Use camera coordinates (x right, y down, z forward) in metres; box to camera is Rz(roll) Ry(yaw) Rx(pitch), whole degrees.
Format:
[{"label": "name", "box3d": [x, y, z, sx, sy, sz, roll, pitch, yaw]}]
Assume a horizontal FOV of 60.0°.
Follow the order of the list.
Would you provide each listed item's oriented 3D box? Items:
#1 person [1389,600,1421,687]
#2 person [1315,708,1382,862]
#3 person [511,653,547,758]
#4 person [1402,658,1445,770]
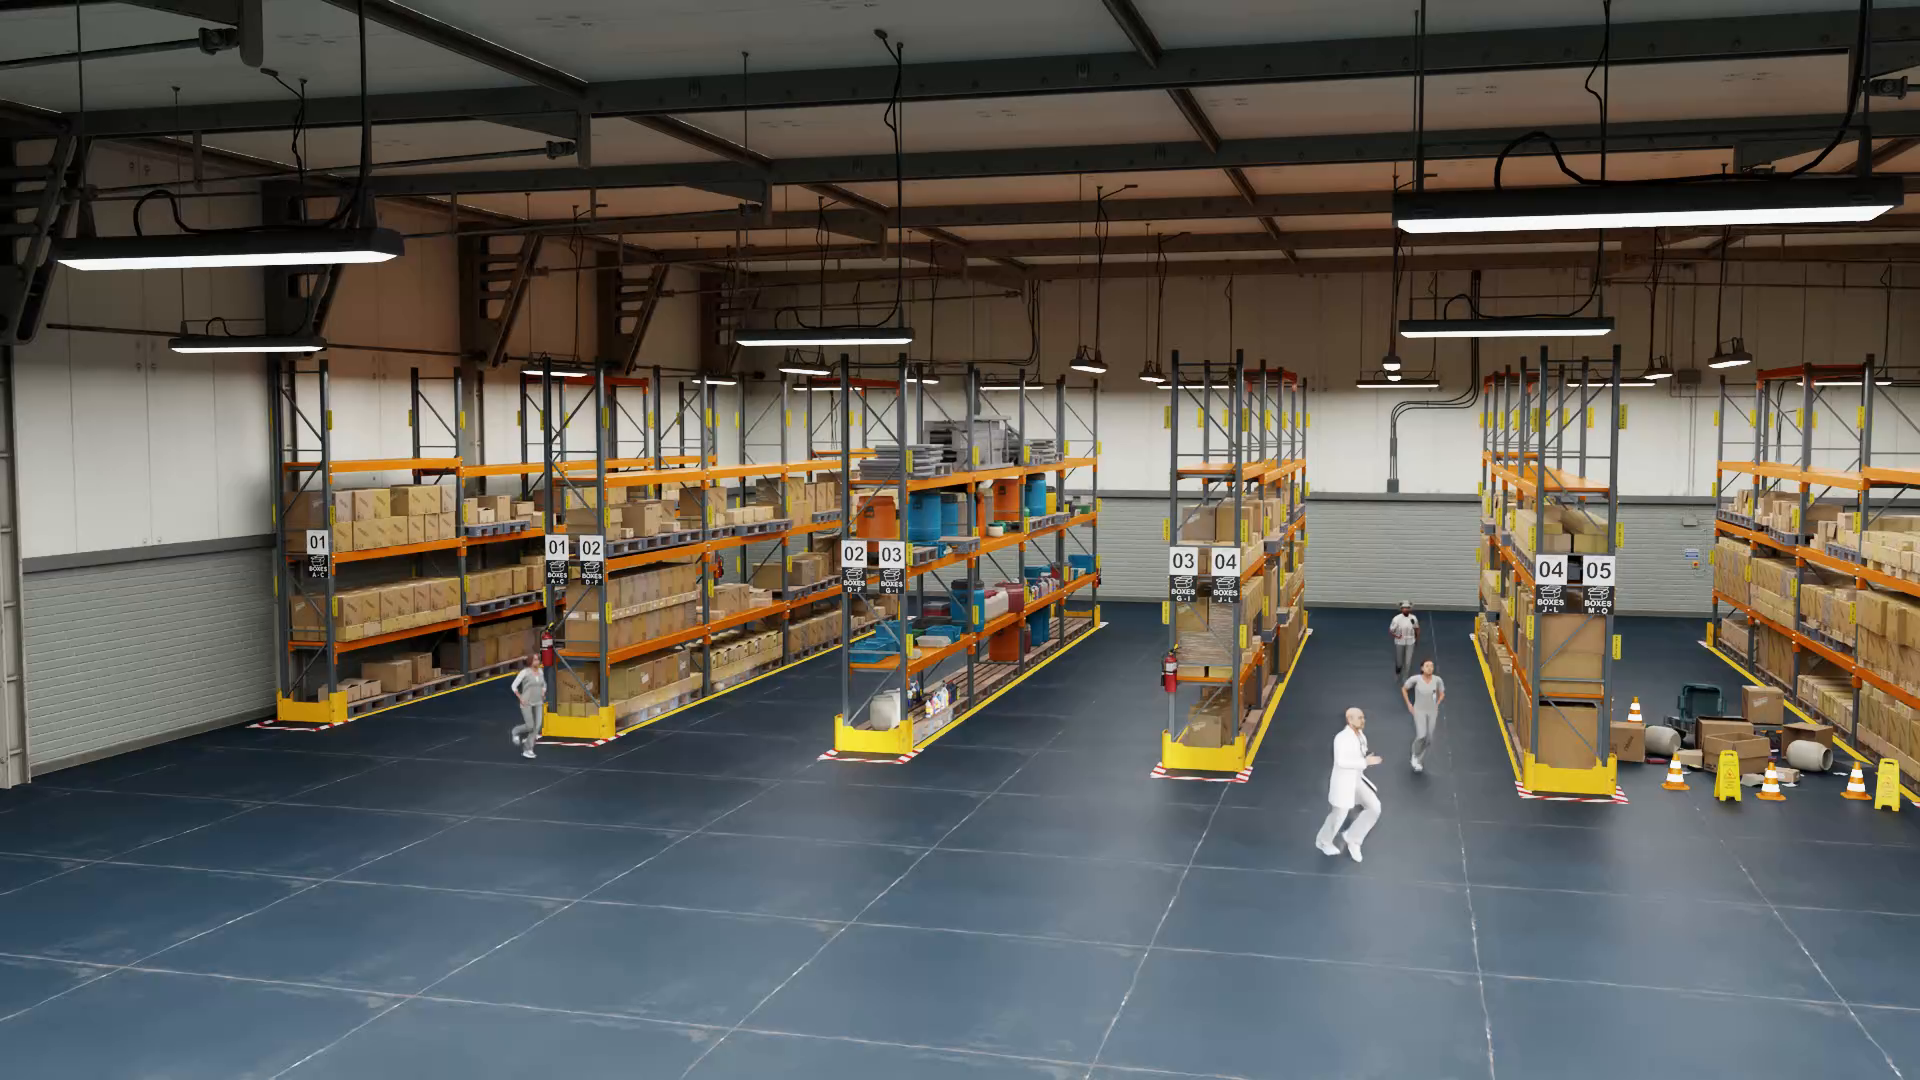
[{"label": "person", "box3d": [8.300, 1.941, 31.014, 0.584, 1.659, 0.694, 0, 4, 6]}, {"label": "person", "box3d": [4.413, 2.762, 18.855, 0.884, 1.767, 0.752, 4, 6, 44]}, {"label": "person", "box3d": [-6.426, 2.456, 24.867, 0.587, 1.550, 0.555, 4, 6, 43]}, {"label": "person", "box3d": [6.608, 2.518, 23.626, 0.564, 1.554, 0.613, 0, 4, -2]}]
